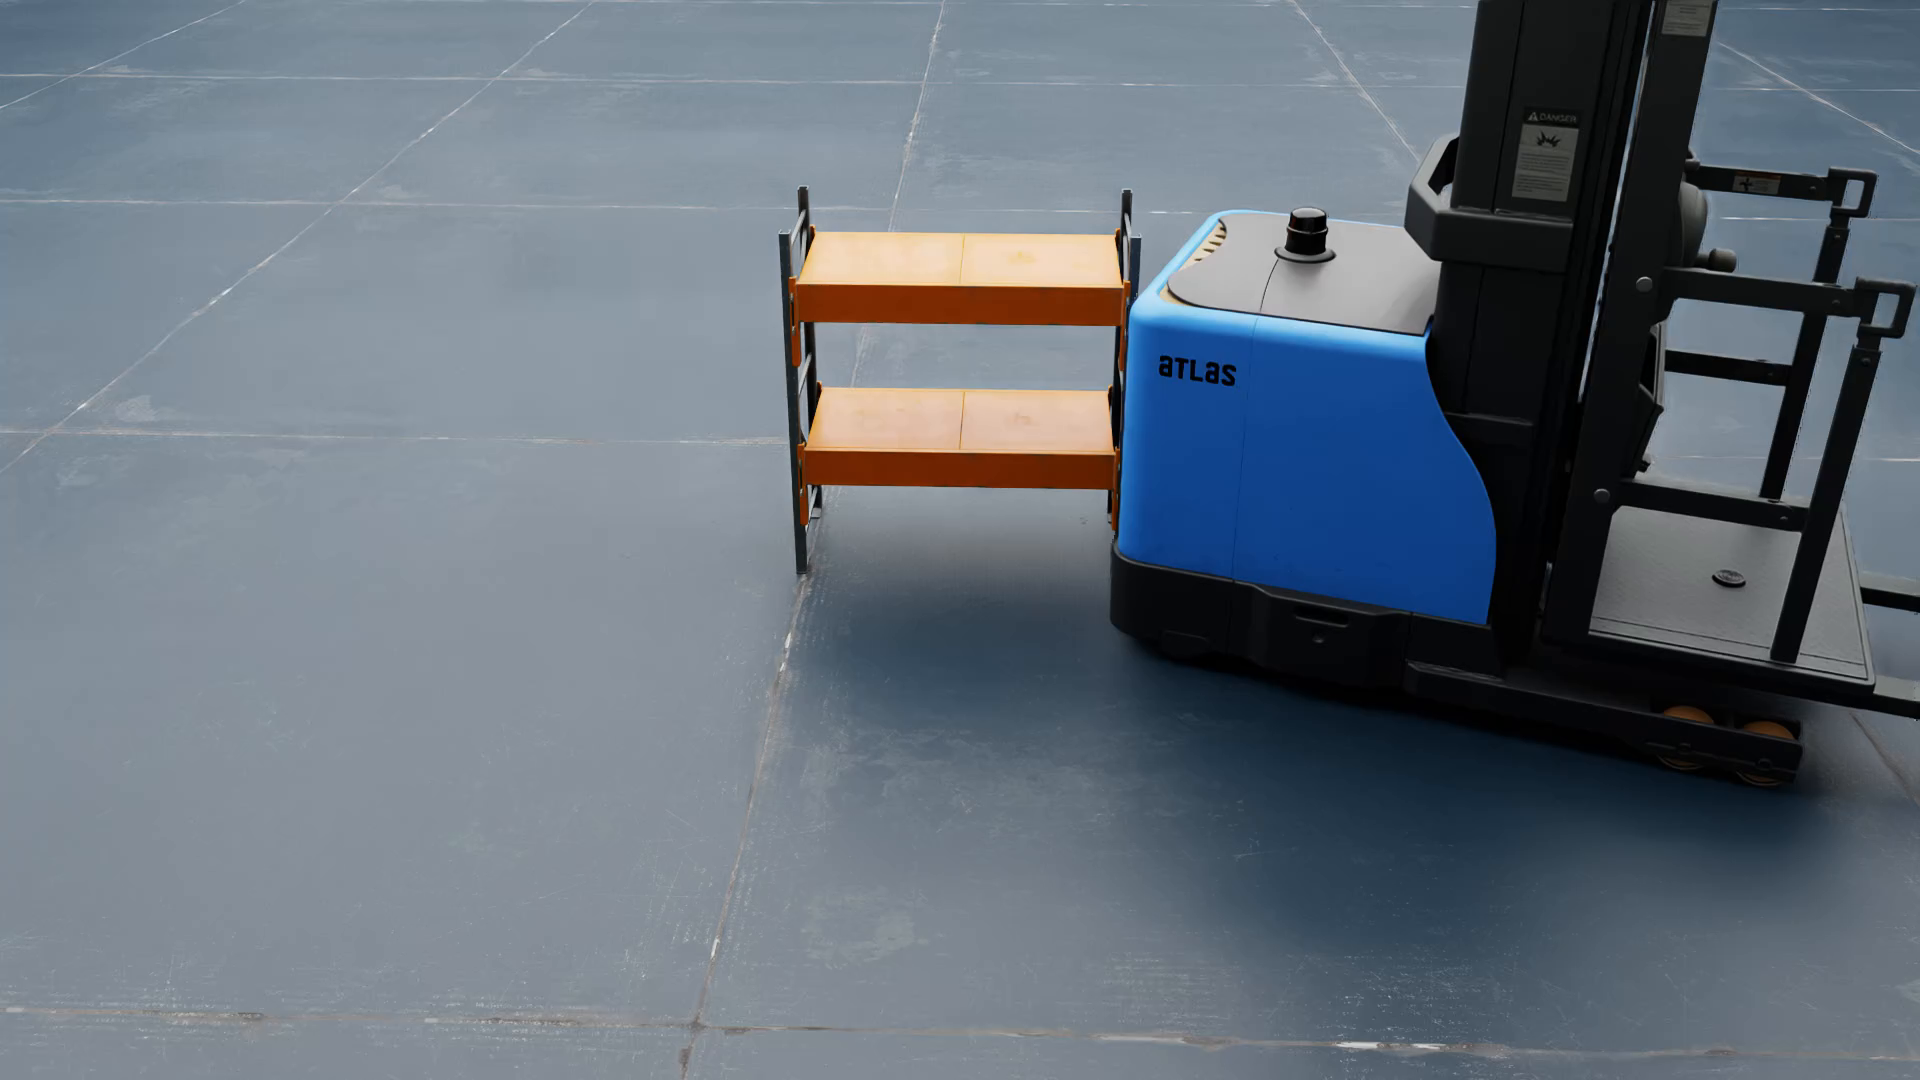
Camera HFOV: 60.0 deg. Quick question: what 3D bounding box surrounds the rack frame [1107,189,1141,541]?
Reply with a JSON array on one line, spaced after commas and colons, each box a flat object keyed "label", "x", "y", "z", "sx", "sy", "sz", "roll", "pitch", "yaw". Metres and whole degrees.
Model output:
[{"label": "rack frame", "x": 0.515, "y": -0.488, "z": 5.262, "sx": 0.032, "sy": 1.125, "sz": 0.500, "roll": 1, "pitch": 28, "yaw": 2}]

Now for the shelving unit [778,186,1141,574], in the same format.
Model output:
[{"label": "shelving unit", "x": 0.007, "y": -0.497, "z": 5.278, "sx": 1.048, "sy": 1.125, "sz": 0.538, "roll": 1, "pitch": 28, "yaw": 2}]

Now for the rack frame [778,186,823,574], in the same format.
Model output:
[{"label": "rack frame", "x": -0.501, "y": -0.505, "z": 5.294, "sx": 0.032, "sy": 1.125, "sz": 0.500, "roll": 1, "pitch": 28, "yaw": 2}]

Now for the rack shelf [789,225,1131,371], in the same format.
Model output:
[{"label": "rack shelf", "x": 0.007, "y": -0.755, "z": 5.141, "sx": 1.000, "sy": 0.278, "sz": 0.538, "roll": 1, "pitch": 28, "yaw": 2}]

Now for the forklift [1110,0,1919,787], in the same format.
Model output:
[{"label": "forklift", "x": 2.015, "y": -0.936, "z": 4.178, "sx": 3.031, "sy": 2.935, "sz": 1.130, "roll": 10, "pitch": 30, "yaw": 19}]

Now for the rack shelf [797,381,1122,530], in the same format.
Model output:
[{"label": "rack shelf", "x": 0.007, "y": -0.281, "z": 5.393, "sx": 1.000, "sy": 0.278, "sz": 0.538, "roll": 1, "pitch": 28, "yaw": 2}]
